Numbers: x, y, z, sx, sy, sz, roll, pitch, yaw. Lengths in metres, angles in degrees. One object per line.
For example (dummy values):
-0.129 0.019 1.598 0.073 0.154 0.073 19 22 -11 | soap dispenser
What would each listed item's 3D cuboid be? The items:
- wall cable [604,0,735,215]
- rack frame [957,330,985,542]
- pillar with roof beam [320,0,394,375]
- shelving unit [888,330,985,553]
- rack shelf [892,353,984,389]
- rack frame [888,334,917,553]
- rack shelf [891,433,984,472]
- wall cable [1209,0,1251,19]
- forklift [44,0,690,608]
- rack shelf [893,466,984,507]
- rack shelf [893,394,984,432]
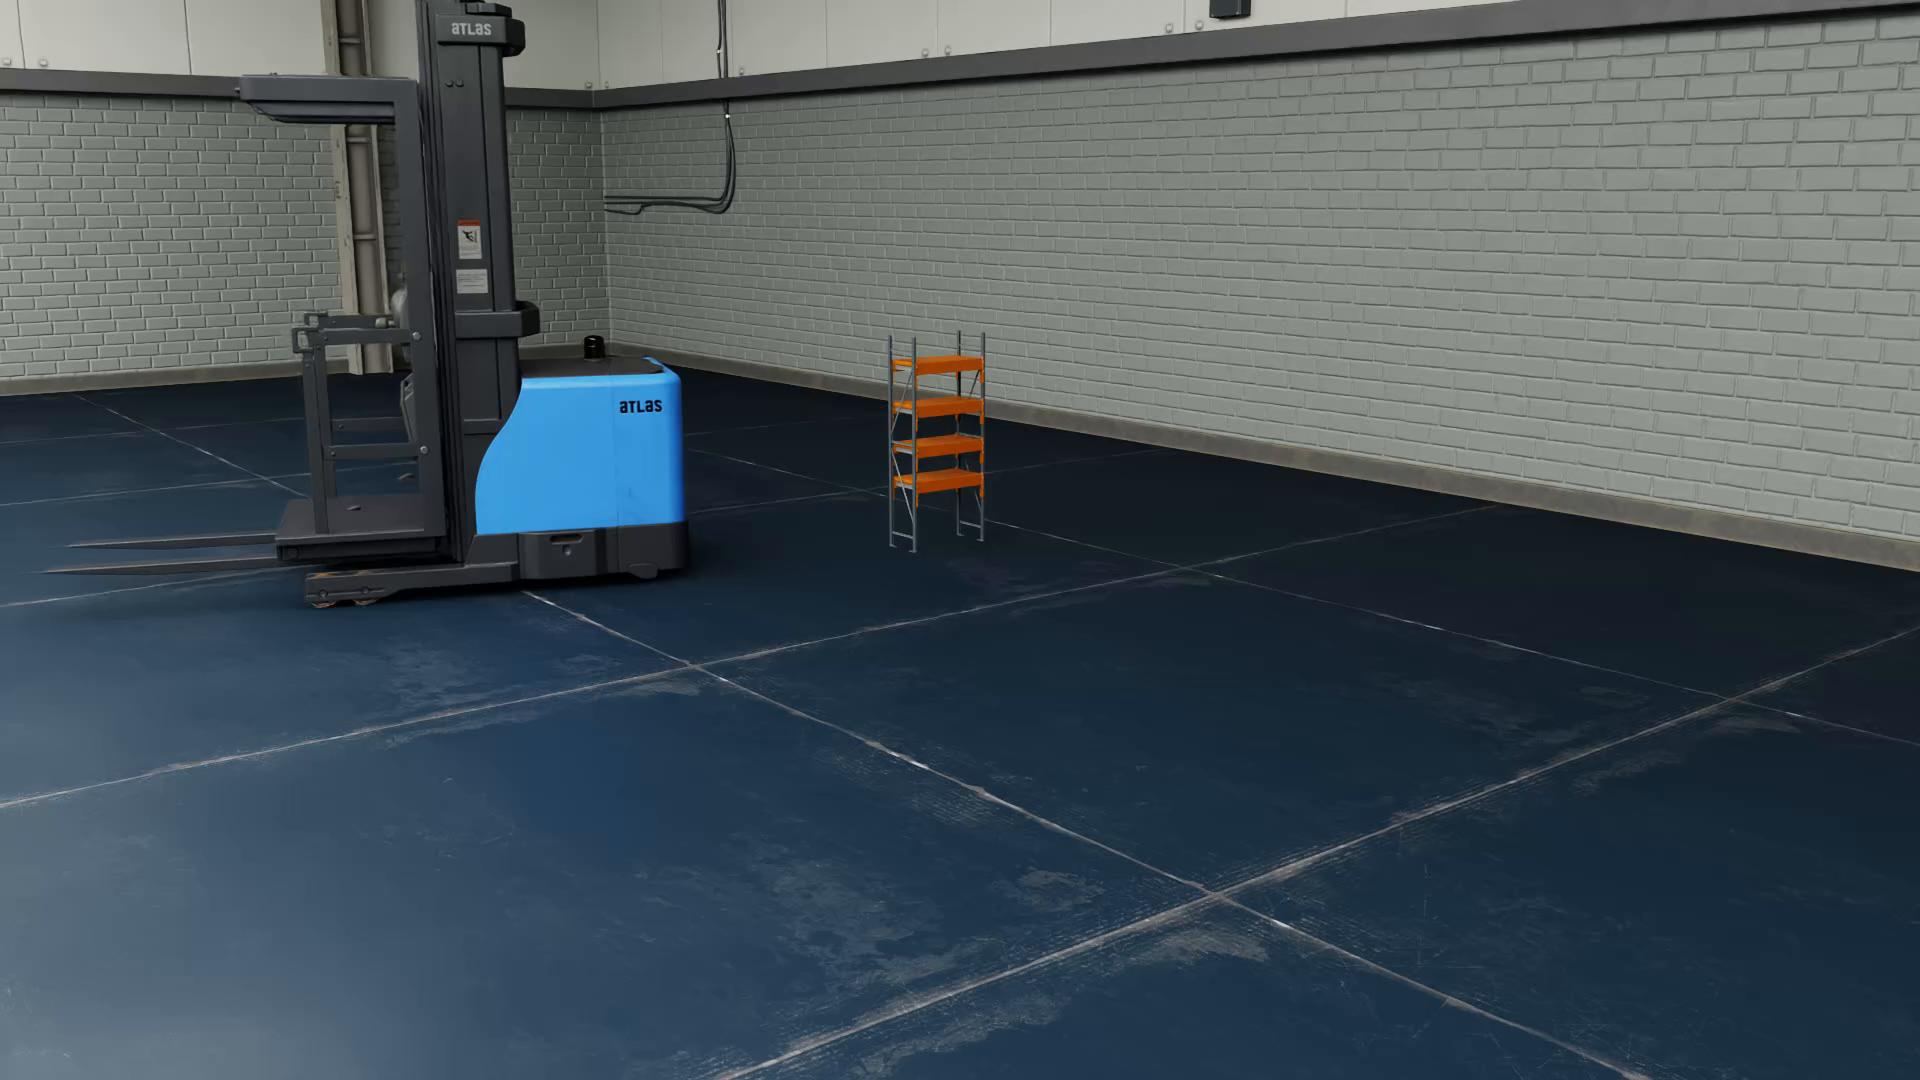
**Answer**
-3.364 -4.899 18.513 0.112 2.526 3.097 -9 15 -38 | wall cable
0.061 -0.597 9.552 0.015 1.200 0.240 -9 15 -38 | rack frame
-3.801 -5.552 14.112 0.400 9.000 9.100 -9 15 -38 | pillar with roof beam
-0.129 -0.565 9.403 0.503 1.200 0.258 -9 15 -38 | shelving unit
-0.129 -0.950 9.321 0.480 0.148 0.258 -9 15 -38 | rack shelf
-0.320 -0.534 9.254 0.015 1.200 0.240 -9 15 -38 | rack frame
-0.129 -0.500 9.417 0.480 0.148 0.258 -9 15 -38 | rack shelf
2.554 -6.540 10.576 0.169 6.003 2.305 -9 15 -38 | wall cable
-2.985 -1.227 8.350 3.031 2.935 1.130 -4 13 -18 | forklift
-0.129 -0.305 9.458 0.480 0.148 0.258 -9 15 -38 | rack shelf
-0.129 -0.718 9.371 0.480 0.148 0.258 -9 15 -38 | rack shelf
